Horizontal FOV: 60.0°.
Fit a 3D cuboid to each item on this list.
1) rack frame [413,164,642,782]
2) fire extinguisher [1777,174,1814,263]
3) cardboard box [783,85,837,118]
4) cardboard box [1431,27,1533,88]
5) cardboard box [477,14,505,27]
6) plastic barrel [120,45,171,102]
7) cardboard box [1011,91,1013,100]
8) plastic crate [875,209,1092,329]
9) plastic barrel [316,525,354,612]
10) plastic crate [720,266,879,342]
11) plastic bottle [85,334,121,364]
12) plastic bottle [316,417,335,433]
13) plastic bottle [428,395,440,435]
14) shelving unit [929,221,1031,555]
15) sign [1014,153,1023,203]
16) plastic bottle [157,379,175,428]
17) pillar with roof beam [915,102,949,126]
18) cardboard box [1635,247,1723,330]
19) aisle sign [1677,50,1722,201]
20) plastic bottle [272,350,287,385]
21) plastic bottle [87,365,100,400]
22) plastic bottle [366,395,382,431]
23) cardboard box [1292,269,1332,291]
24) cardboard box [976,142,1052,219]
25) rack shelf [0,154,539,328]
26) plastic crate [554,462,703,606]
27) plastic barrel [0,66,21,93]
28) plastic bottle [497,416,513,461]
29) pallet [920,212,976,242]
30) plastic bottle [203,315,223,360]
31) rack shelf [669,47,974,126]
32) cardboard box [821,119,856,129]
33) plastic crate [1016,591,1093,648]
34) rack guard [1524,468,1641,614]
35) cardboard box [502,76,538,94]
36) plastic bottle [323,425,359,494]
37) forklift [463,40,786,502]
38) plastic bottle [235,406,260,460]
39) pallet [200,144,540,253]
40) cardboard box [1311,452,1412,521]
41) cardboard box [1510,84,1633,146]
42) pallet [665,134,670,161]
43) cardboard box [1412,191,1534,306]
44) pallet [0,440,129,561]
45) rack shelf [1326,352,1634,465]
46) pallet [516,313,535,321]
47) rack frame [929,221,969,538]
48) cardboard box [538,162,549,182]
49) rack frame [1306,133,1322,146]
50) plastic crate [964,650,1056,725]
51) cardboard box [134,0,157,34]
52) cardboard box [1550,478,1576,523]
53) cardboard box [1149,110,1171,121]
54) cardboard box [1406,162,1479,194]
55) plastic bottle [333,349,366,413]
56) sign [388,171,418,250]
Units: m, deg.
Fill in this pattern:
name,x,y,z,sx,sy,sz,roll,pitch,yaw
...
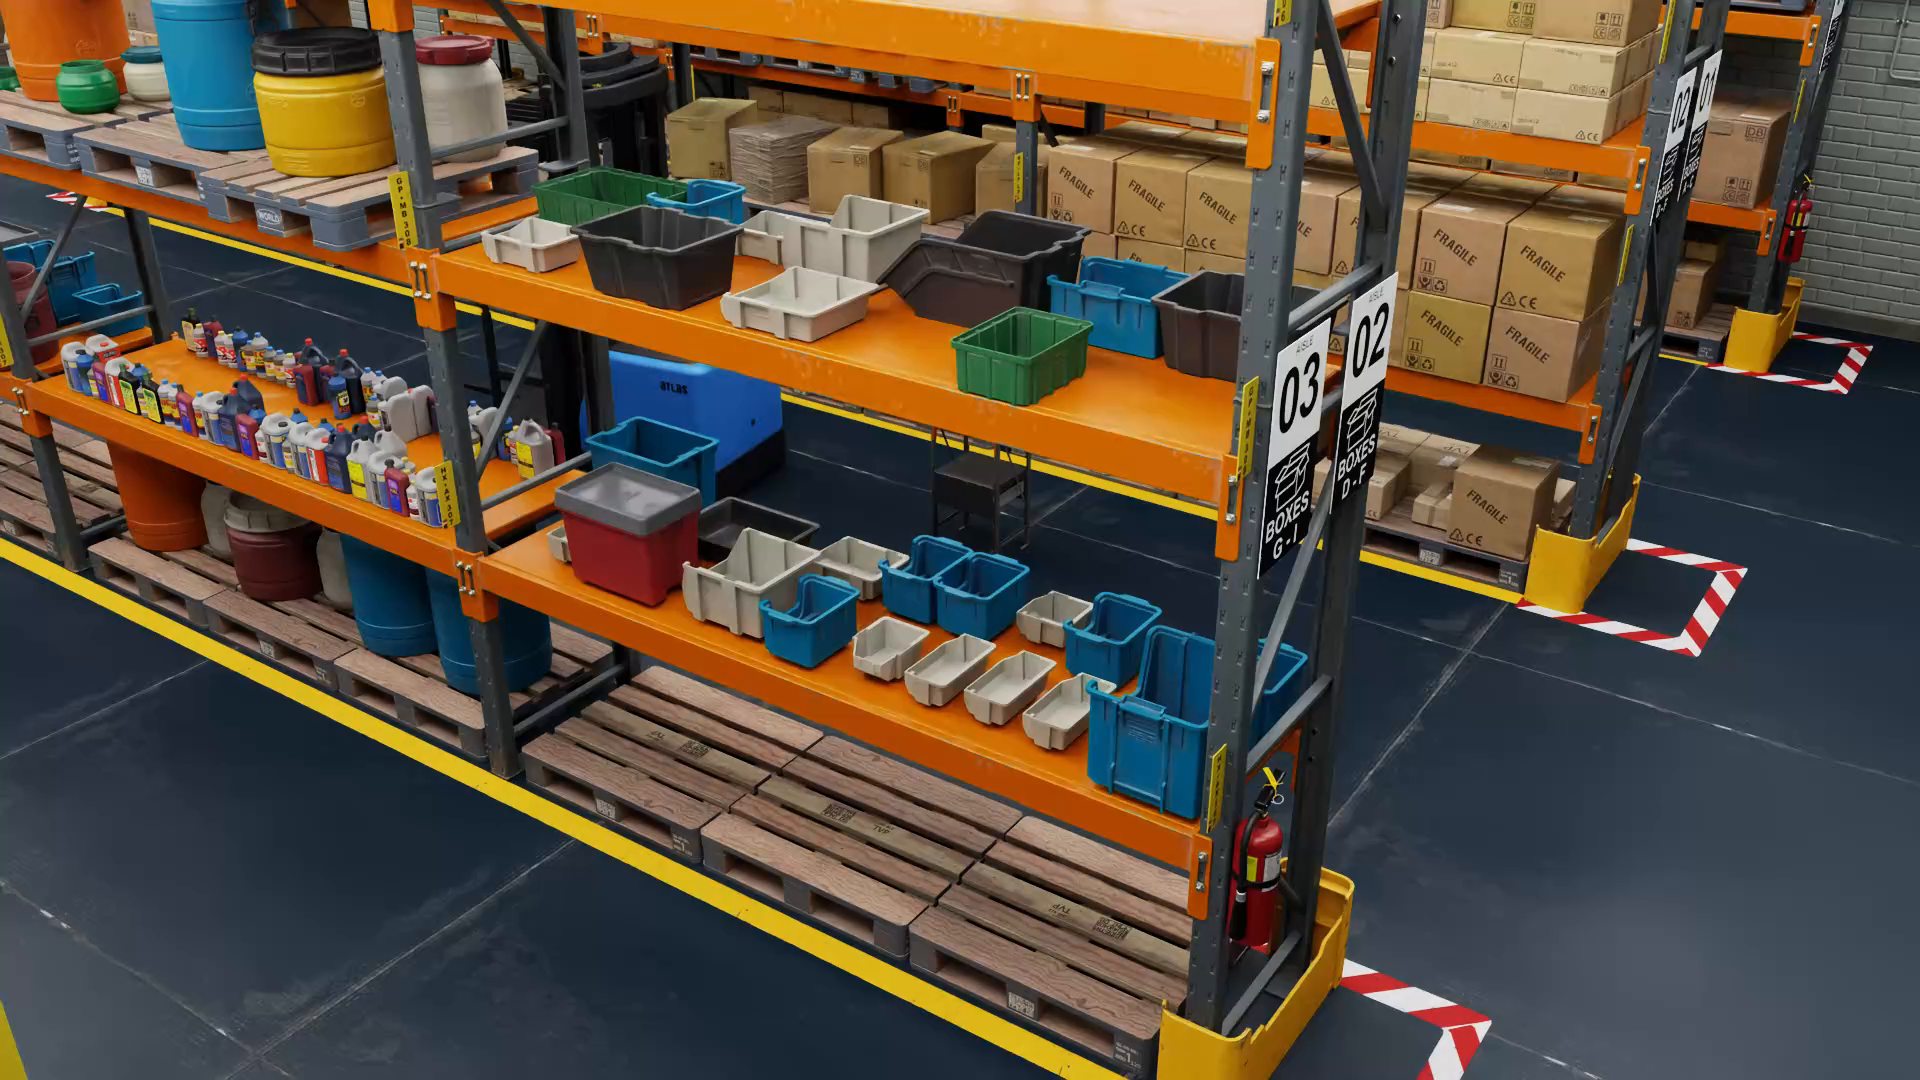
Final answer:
name,x,y,z,sx,sy,sz,roll,pitch,yaw
rack frame,-2.100,-0.293,8.292,0.127,3.000,1.000,17,32,30
fire extinguisher,6.669,-2.557,13.238,0.183,0.674,0.296,17,32,30
cardboard box,-1.673,-5.040,19.065,0.500,0.250,0.500,16,31,29
cardboard box,3.025,-2.774,9.475,0.500,0.250,0.500,17,32,30
cardboard box,-5.724,-6.648,20.923,0.500,0.250,0.500,16,31,29
plastic barrel,-4.430,-2.562,9.133,0.301,0.262,0.301,0,27,0
cardboard box,0.726,-4.582,16.974,0.250,0.149,0.380,18,32,32
plastic crate,0.094,-1.070,6.580,0.767,0.338,0.504,17,32,30
plastic barrel,-3.537,0.123,9.756,0.421,0.512,0.421,0,27,0
plastic crate,-0.647,-0.923,6.513,0.530,0.136,0.437,17,32,30
plastic bottle,-5.137,-1.089,9.994,0.135,0.276,0.152,17,32,30
plastic bottle,-3.380,-0.525,8.890,0.097,0.271,0.097,0,27,0
plastic bottle,-2.893,-0.722,9.265,0.133,0.283,0.061,17,32,30
shelving unit,0.136,-0.893,10.464,0.503,2.100,0.431,17,32,30
sign,0.396,-2.451,11.257,0.005,0.325,0.100,17,32,30
plastic bottle,-4.462,-0.778,9.388,0.097,0.271,0.097,0,27,0
pillar with roof beam,-2.807,-6.745,14.356,0.400,9.000,9.100,17,32,30
cardboard box,6.173,-2.185,14.303,0.500,0.500,0.700,17,32,30
aisle sign,4.227,-2.367,9.502,0.004,0.787,0.394,17,32,30
plastic bottle,-4.066,-1.041,9.982,0.097,0.201,0.097,0,27,0
plastic bottle,-5.063,-0.934,9.772,0.097,0.201,0.097,0,27,0
plastic bottle,-3.275,-0.711,9.333,0.097,0.201,0.097,0,27,0
cardboard box,2.228,-1.566,10.683,0.500,0.500,0.500,17,31,30
cardboard box,0.444,-2.581,12.214,0.500,0.500,0.700,7,28,13
rack shelf,-3.749,-1.822,8.784,4.000,0.370,1.077,17,32,30
plastic crate,-1.506,-0.025,7.629,0.583,0.464,0.402,17,32,30
plastic barrel,-5.630,-2.632,9.752,0.294,0.245,0.294,0,27,0
plastic bottle,-2.456,-0.571,8.981,0.097,0.271,0.097,0,27,0
pallet,0.111,-2.304,12.456,1.213,0.211,1.003,17,32,30
plastic bottle,-4.632,-1.264,10.329,0.133,0.283,0.061,17,32,30
rack shelf,-1.437,-5.217,18.760,4.000,0.370,1.077,17,32,30
cardboard box,-1.195,-4.564,18.956,0.500,0.500,0.700,17,32,30
plastic crate,0.403,0.351,7.251,0.298,0.136,0.250,17,32,30
rack guard,3.942,-0.022,10.516,0.348,0.500,1.175,17,32,30
cardboard box,-5.863,-5.864,21.720,0.500,0.311,0.500,14,30,25
plastic bottle,-3.195,-0.432,8.620,0.185,0.351,0.144,17,32,30
forklift,-2.812,-1.955,11.634,3.031,2.935,1.130,13,30,23
plastic bottle,-3.843,-0.581,8.987,0.133,0.283,0.061,17,32,30
pallet,-2.801,-1.710,7.978,1.003,0.211,1.213,17,32,30
cardboard box,2.651,-0.390,11.029,0.500,0.250,0.500,17,32,30
cardboard box,3.432,-2.420,9.330,0.500,0.250,0.500,17,32,30
pallet,-3.659,-4.967,20.552,1.213,0.211,1.003,17,32,30
cardboard box,3.065,-1.747,9.938,0.500,0.500,0.500,18,32,32
pallet,-6.014,-0.290,11.362,1.213,0.211,1.003,17,32,30
rack shelf,2.356,-1.309,11.083,4.000,0.370,1.077,17,32,30
pallet,-3.246,-2.154,15.024,1.213,0.211,1.003,17,32,30
rack frame,-0.065,-0.956,10.587,0.015,2.100,0.400,17,32,30
cardboard box,-3.487,-3.186,14.255,0.250,0.149,0.380,17,32,30
rack frame,3.509,-3.996,15.570,0.127,3.000,1.000,17,32,30
plastic crate,0.192,0.604,6.755,0.243,0.136,0.396,17,32,30
cardboard box,-7.910,-5.447,16.880,0.500,0.500,0.700,17,32,31
cardboard box,3.854,-0.278,10.921,0.250,0.149,0.380,17,32,30
cardboard box,2.048,-4.217,16.258,0.250,0.149,0.380,16,31,29
cardboard box,2.943,-2.081,10.593,0.500,0.500,0.500,18,32,31
plastic bottle,-3.510,-0.922,9.582,0.185,0.351,0.144,17,32,30
sign,-2.413,-1.428,7.206,0.005,0.325,0.100,17,32,30
